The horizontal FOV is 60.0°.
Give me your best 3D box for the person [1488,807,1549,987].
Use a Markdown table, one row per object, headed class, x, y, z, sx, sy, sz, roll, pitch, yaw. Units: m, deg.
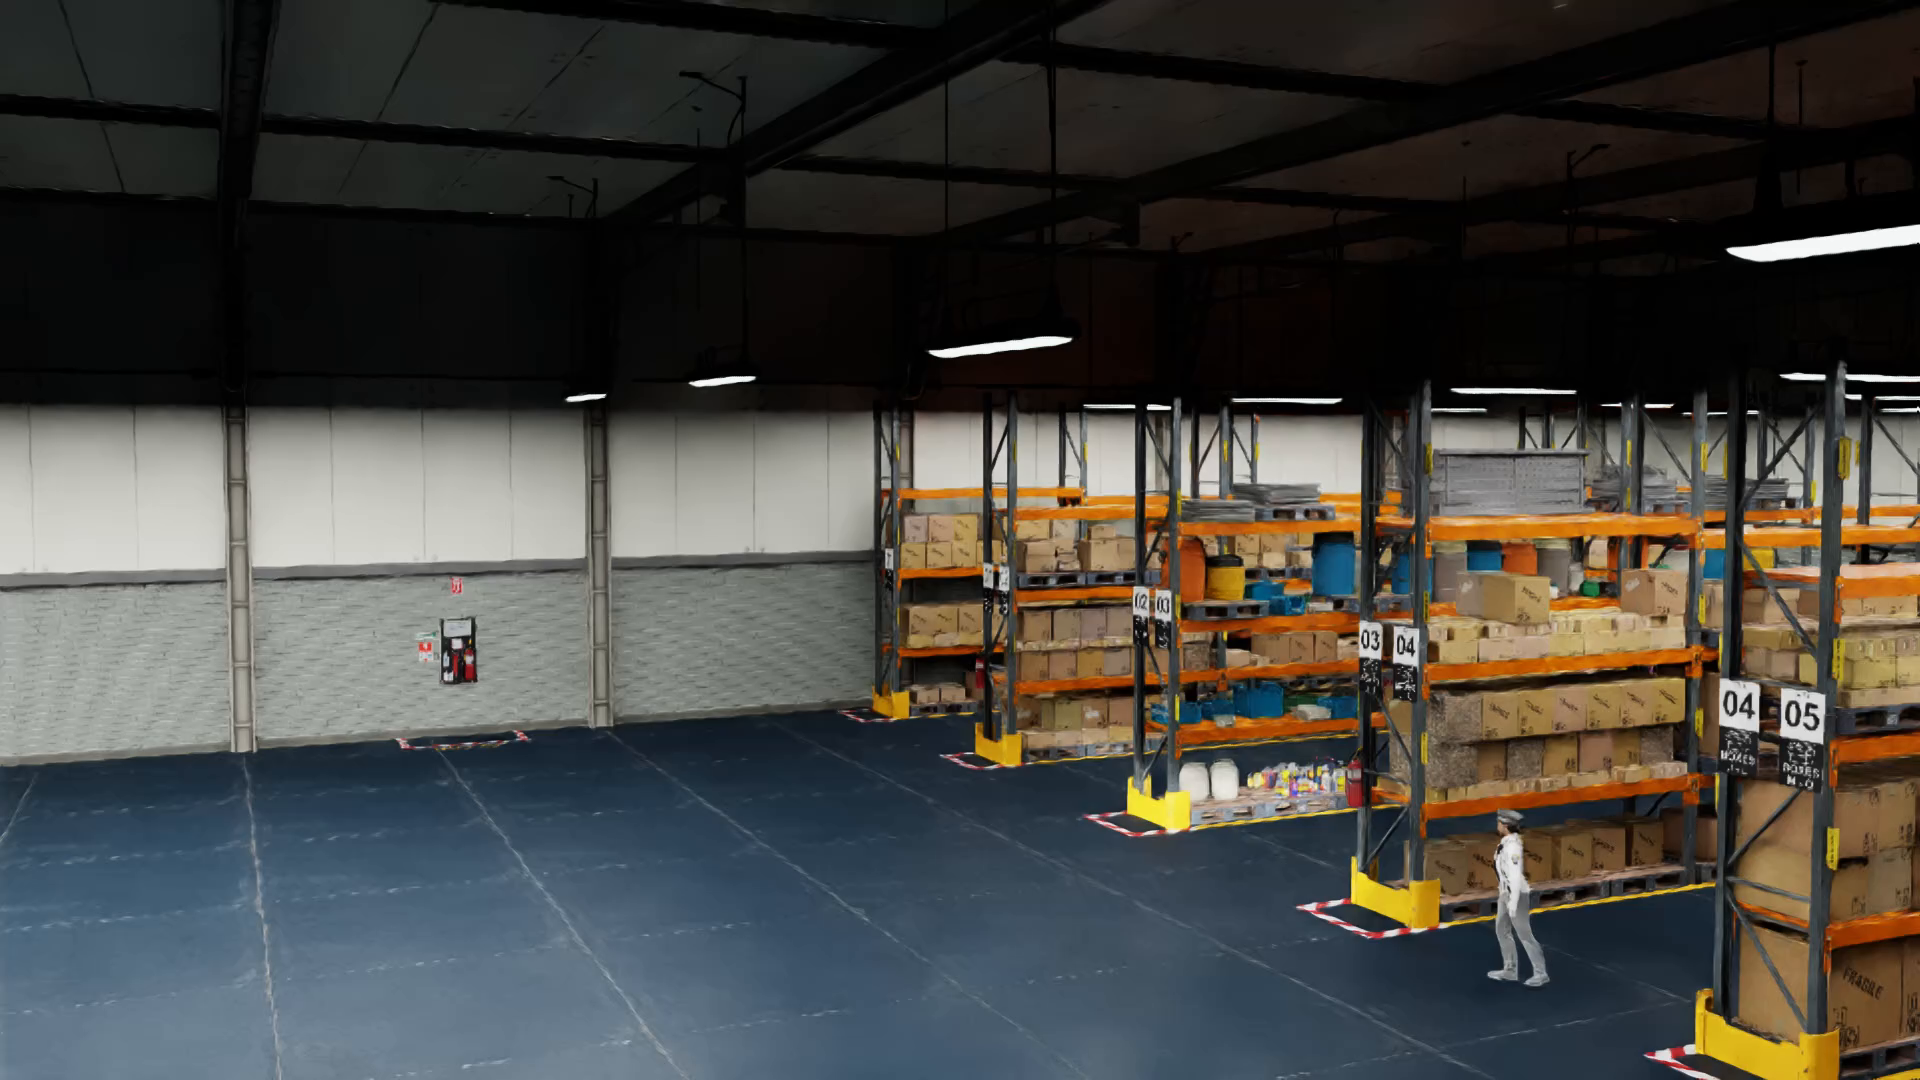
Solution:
| class | x | y | z | sx | sy | sz | roll | pitch | yaw |
| --- | --- | --- | --- | --- | --- | --- | --- | --- | --- |
| person | 5.364 | 3.411 | 15.937 | 0.548 | 1.665 | 0.509 | 1 | 3 | 13 |
